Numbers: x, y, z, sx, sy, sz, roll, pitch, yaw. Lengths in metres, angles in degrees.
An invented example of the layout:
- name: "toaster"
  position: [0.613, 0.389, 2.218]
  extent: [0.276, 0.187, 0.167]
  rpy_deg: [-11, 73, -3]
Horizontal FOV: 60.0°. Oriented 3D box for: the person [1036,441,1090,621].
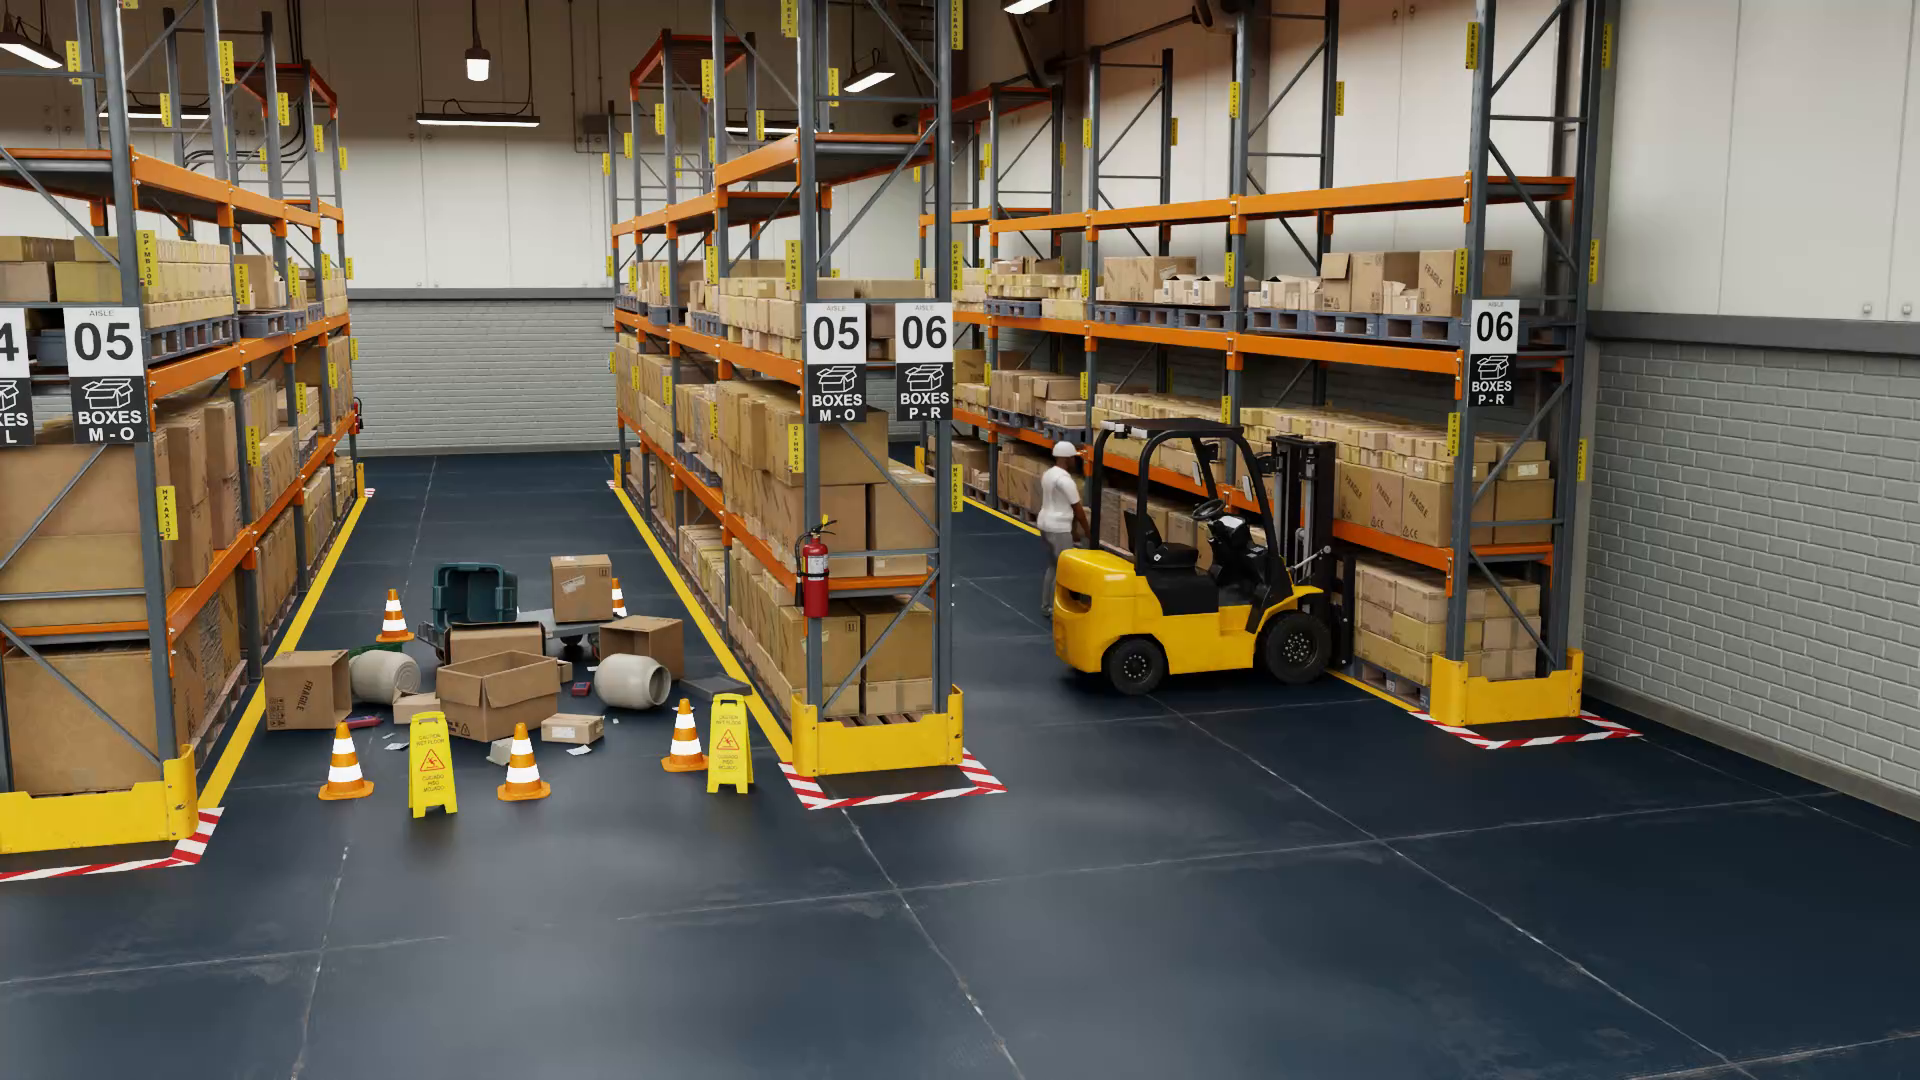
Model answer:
- name: "person"
  position: [1.054, -0.100, 16.442]
  extent: [0.575, 1.756, 0.505]
  rpy_deg: [-3, 10, -17]
